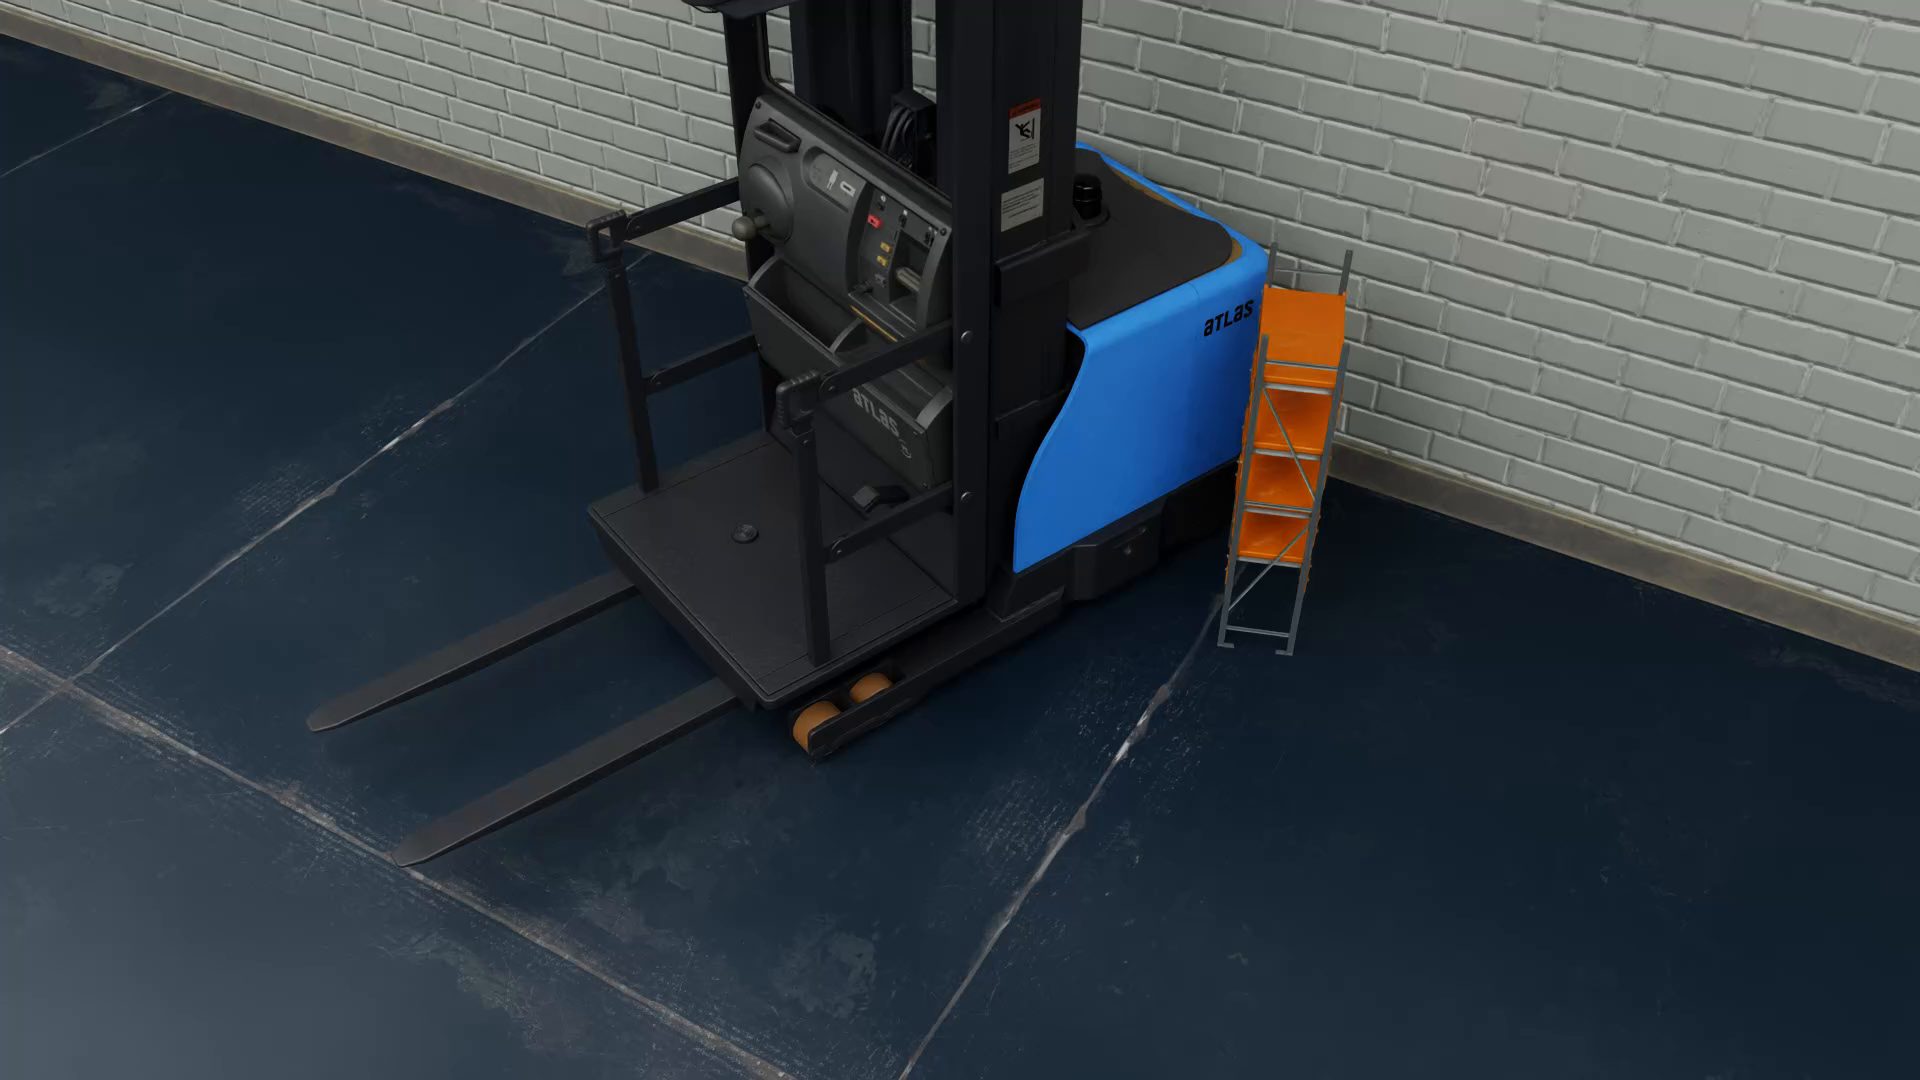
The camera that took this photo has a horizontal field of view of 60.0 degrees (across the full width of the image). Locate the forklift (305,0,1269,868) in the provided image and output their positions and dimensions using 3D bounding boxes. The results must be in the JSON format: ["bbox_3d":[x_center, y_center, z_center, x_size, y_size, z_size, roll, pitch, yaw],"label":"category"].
[{"bbox_3d":[-0.497,-0.847,4.494,3.031,2.935,1.130,-27,48,-27],"label":"forklift"}]

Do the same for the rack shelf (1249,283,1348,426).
[{"bbox_3d":[0.994,-0.551,4.873,0.258,0.148,0.480,7,42,8],"label":"rack shelf"}]

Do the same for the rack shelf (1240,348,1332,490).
[{"bbox_3d":[0.994,-0.373,5.029,0.258,0.148,0.480,7,42,8],"label":"rack shelf"}]

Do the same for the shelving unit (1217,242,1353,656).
[{"bbox_3d":[0.994,-0.256,5.133,0.258,1.200,0.503,7,42,8],"label":"shelving unit"}]

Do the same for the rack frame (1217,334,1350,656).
[{"bbox_3d":[0.948,-0.097,4.953,0.240,1.200,0.015,7,42,8],"label":"rack frame"}]

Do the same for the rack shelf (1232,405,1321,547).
[{"bbox_3d":[0.994,-0.205,5.177,0.258,0.148,0.480,7,42,8],"label":"rack shelf"}]

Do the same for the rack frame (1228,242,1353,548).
[{"bbox_3d":[1.040,-0.414,5.312,0.240,1.200,0.015,7,42,8],"label":"rack frame"}]

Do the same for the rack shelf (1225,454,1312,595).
[{"bbox_3d":[0.994,-0.056,5.308,0.258,0.148,0.480,7,42,8],"label":"rack shelf"}]
